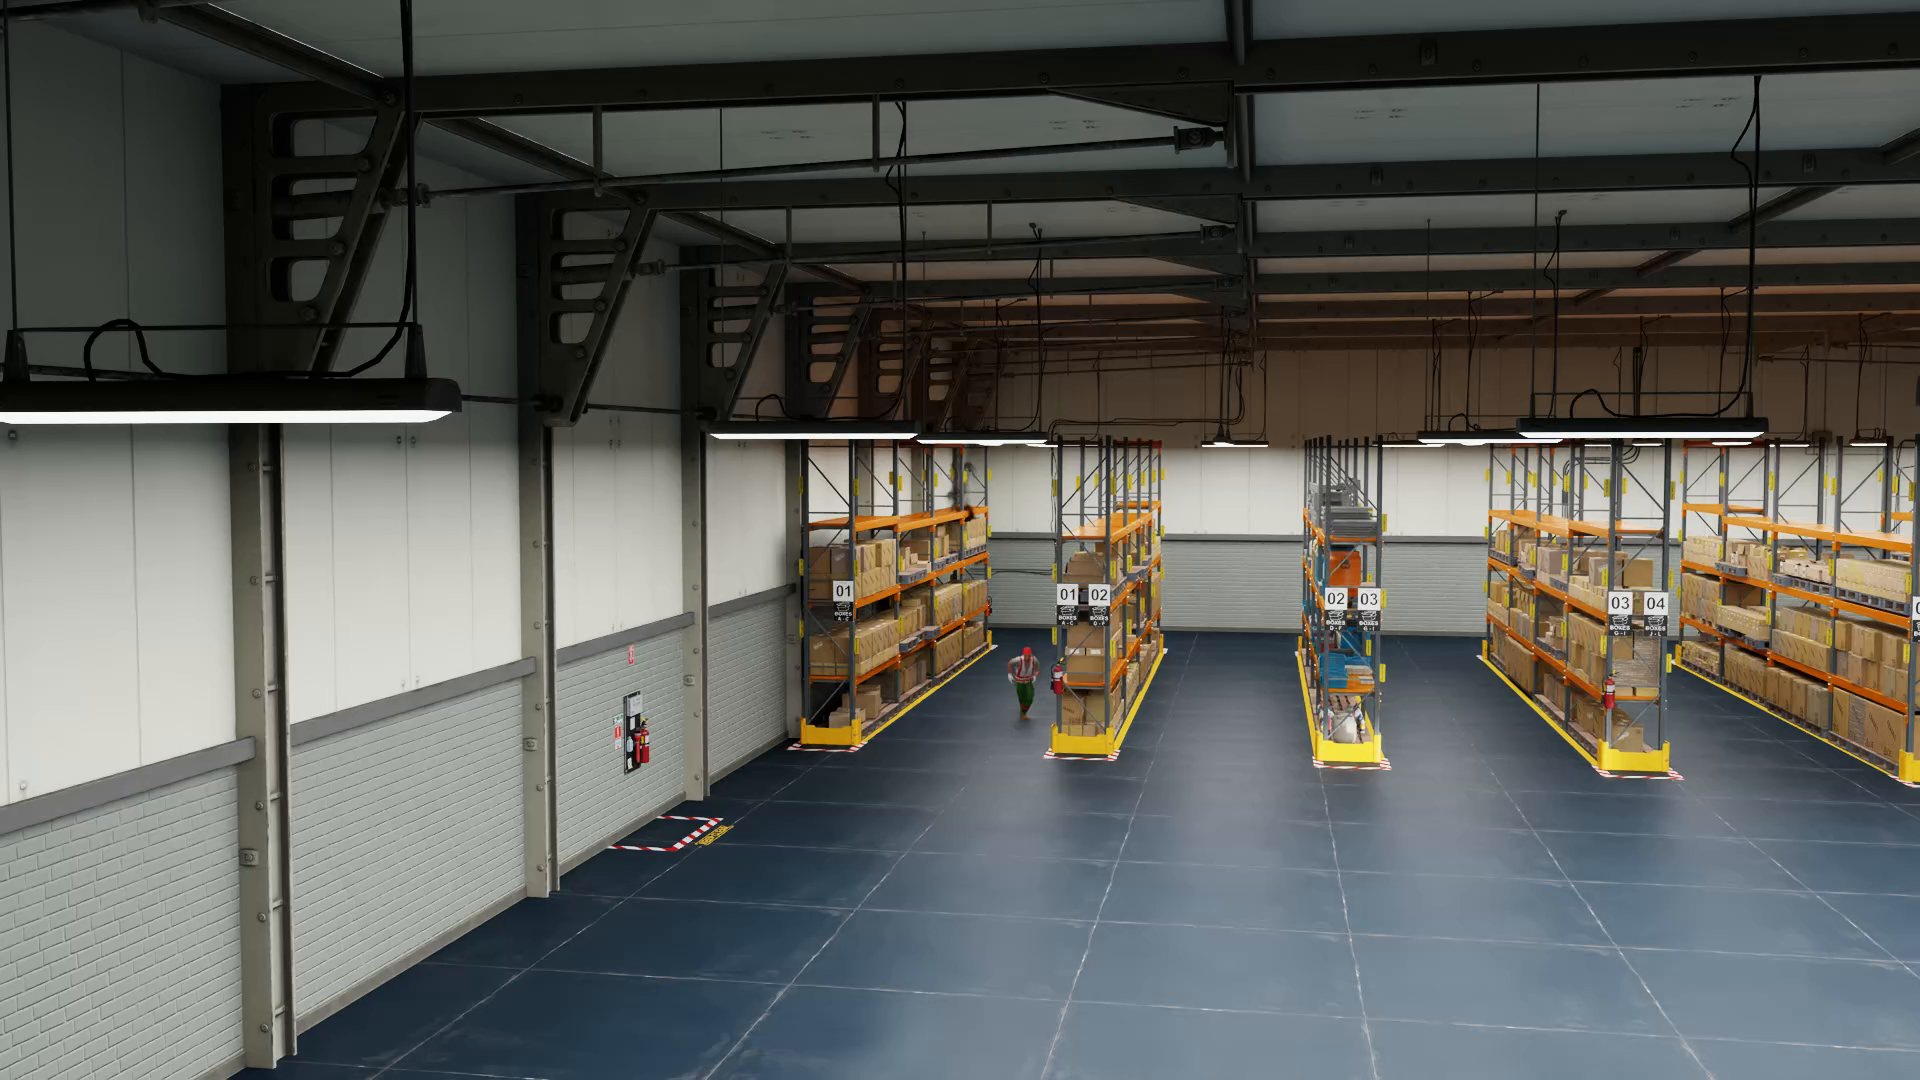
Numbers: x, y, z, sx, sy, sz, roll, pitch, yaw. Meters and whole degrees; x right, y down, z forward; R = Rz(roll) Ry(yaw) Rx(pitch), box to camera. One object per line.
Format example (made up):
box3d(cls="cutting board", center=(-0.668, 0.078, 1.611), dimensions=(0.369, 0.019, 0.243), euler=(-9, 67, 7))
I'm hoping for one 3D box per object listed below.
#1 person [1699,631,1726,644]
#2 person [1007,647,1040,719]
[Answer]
box3d(cls="person", center=(20.674, 2.442, 45.503), dimensions=(0.881, 1.631, 0.571), euler=(1, 3, 10))
box3d(cls="person", center=(1.339, 3.033, 35.257), dimensions=(0.686, 1.583, 0.899), euler=(0, 3, -8))
